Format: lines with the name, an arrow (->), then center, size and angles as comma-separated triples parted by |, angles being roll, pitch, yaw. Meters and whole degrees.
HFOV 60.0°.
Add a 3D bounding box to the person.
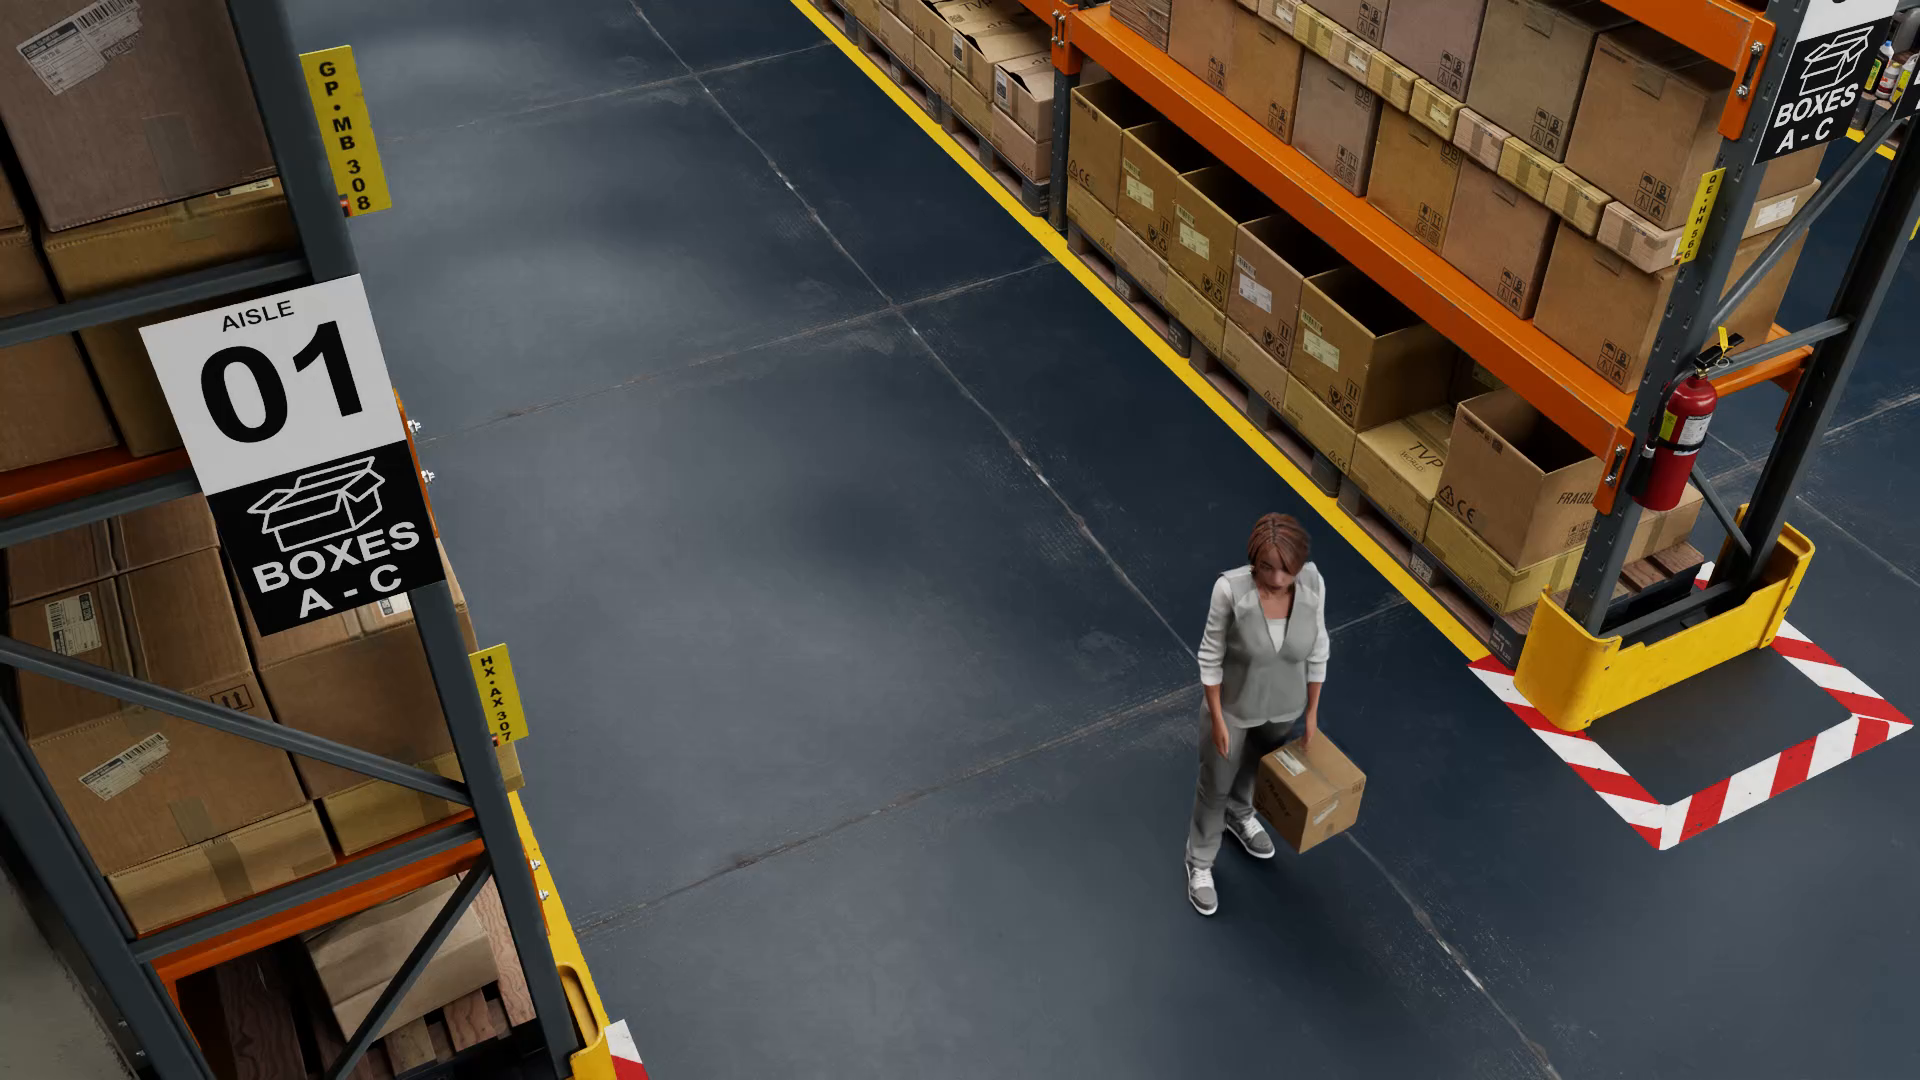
person -> 0.943, 0.584, 5.515 | 0.438, 1.594, 0.526 | 0, 42, 0
